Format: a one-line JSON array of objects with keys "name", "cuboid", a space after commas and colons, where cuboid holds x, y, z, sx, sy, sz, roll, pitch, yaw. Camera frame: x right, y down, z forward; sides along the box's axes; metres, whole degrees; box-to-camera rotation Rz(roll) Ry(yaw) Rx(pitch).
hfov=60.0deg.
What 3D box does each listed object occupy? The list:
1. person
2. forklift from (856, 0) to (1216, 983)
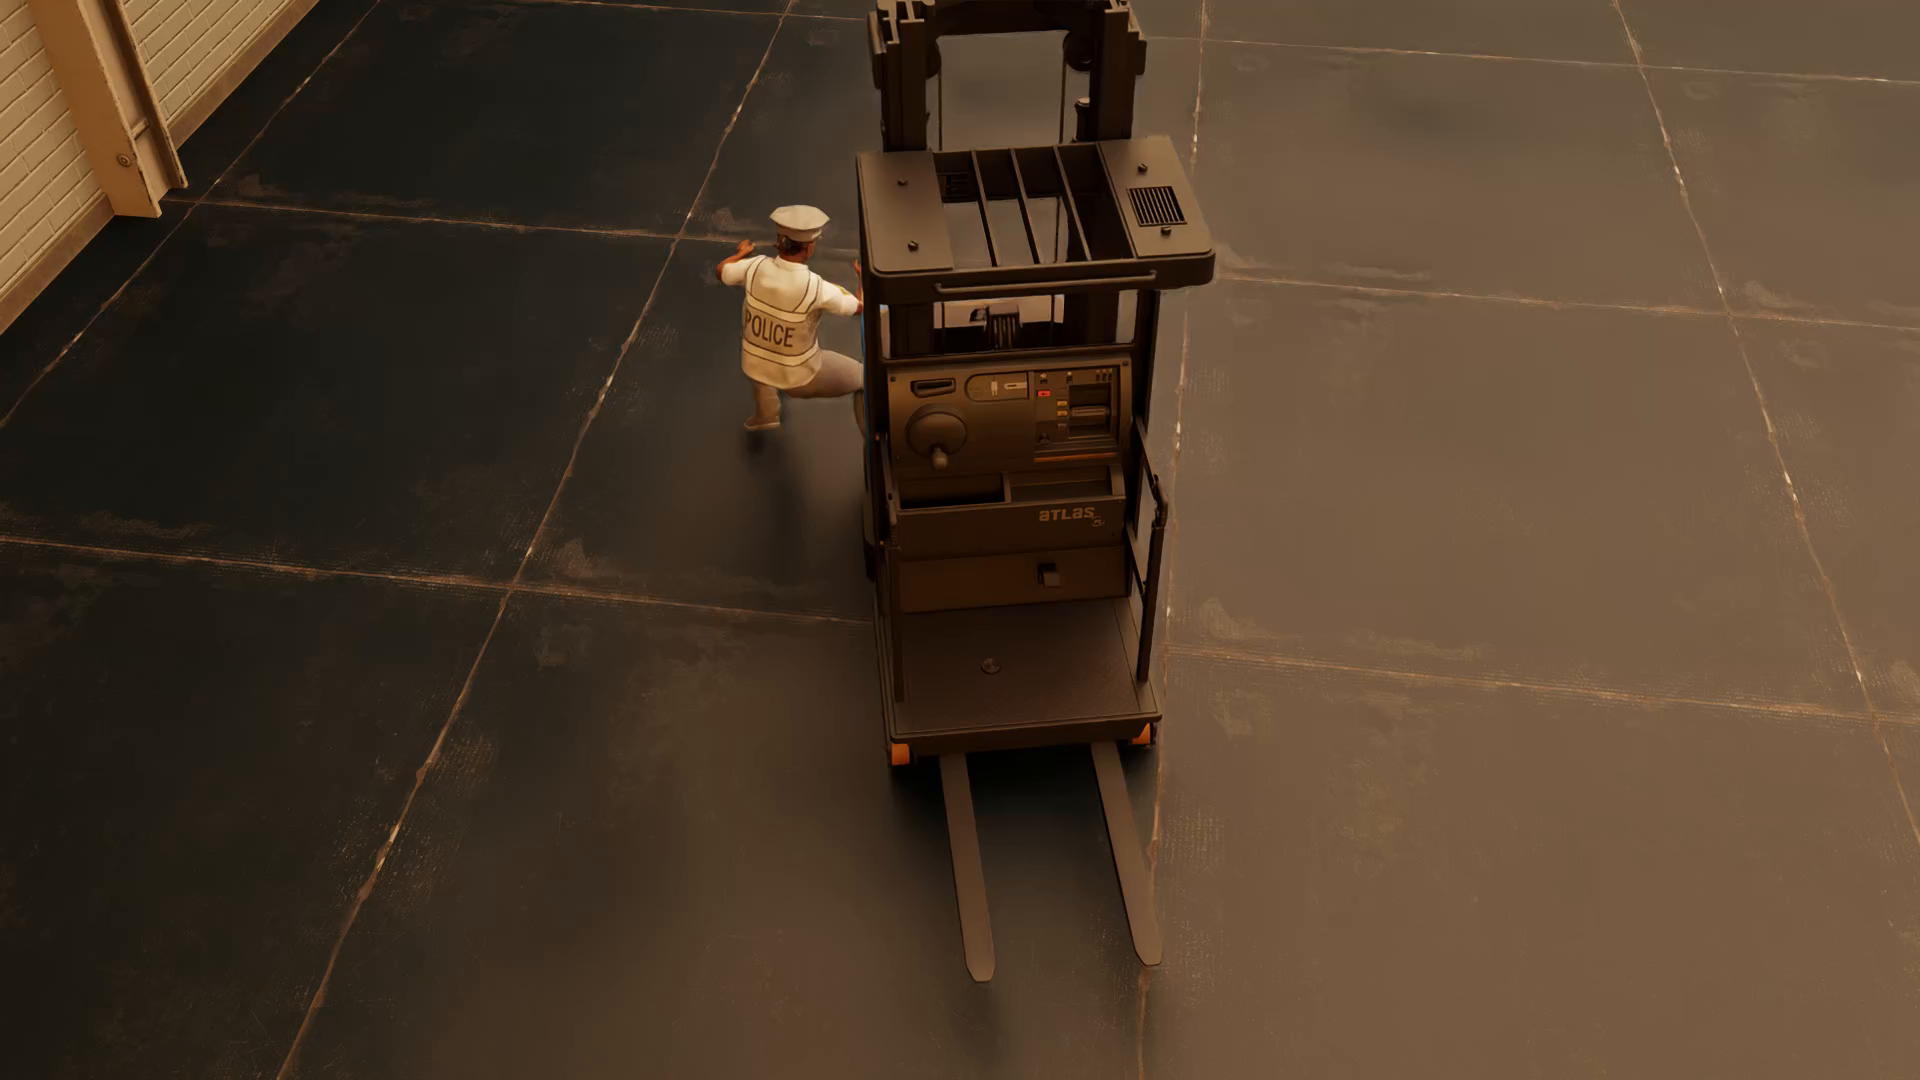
[{"name": "person", "cuboid": [-0.725, -0.987, 7.919, 0.916, 1.455, 0.737, 17, 45, 17]}, {"name": "forklift", "cuboid": [0.217, -0.398, 6.158, 1.130, 2.935, 3.031, -4, 43, -5]}]
